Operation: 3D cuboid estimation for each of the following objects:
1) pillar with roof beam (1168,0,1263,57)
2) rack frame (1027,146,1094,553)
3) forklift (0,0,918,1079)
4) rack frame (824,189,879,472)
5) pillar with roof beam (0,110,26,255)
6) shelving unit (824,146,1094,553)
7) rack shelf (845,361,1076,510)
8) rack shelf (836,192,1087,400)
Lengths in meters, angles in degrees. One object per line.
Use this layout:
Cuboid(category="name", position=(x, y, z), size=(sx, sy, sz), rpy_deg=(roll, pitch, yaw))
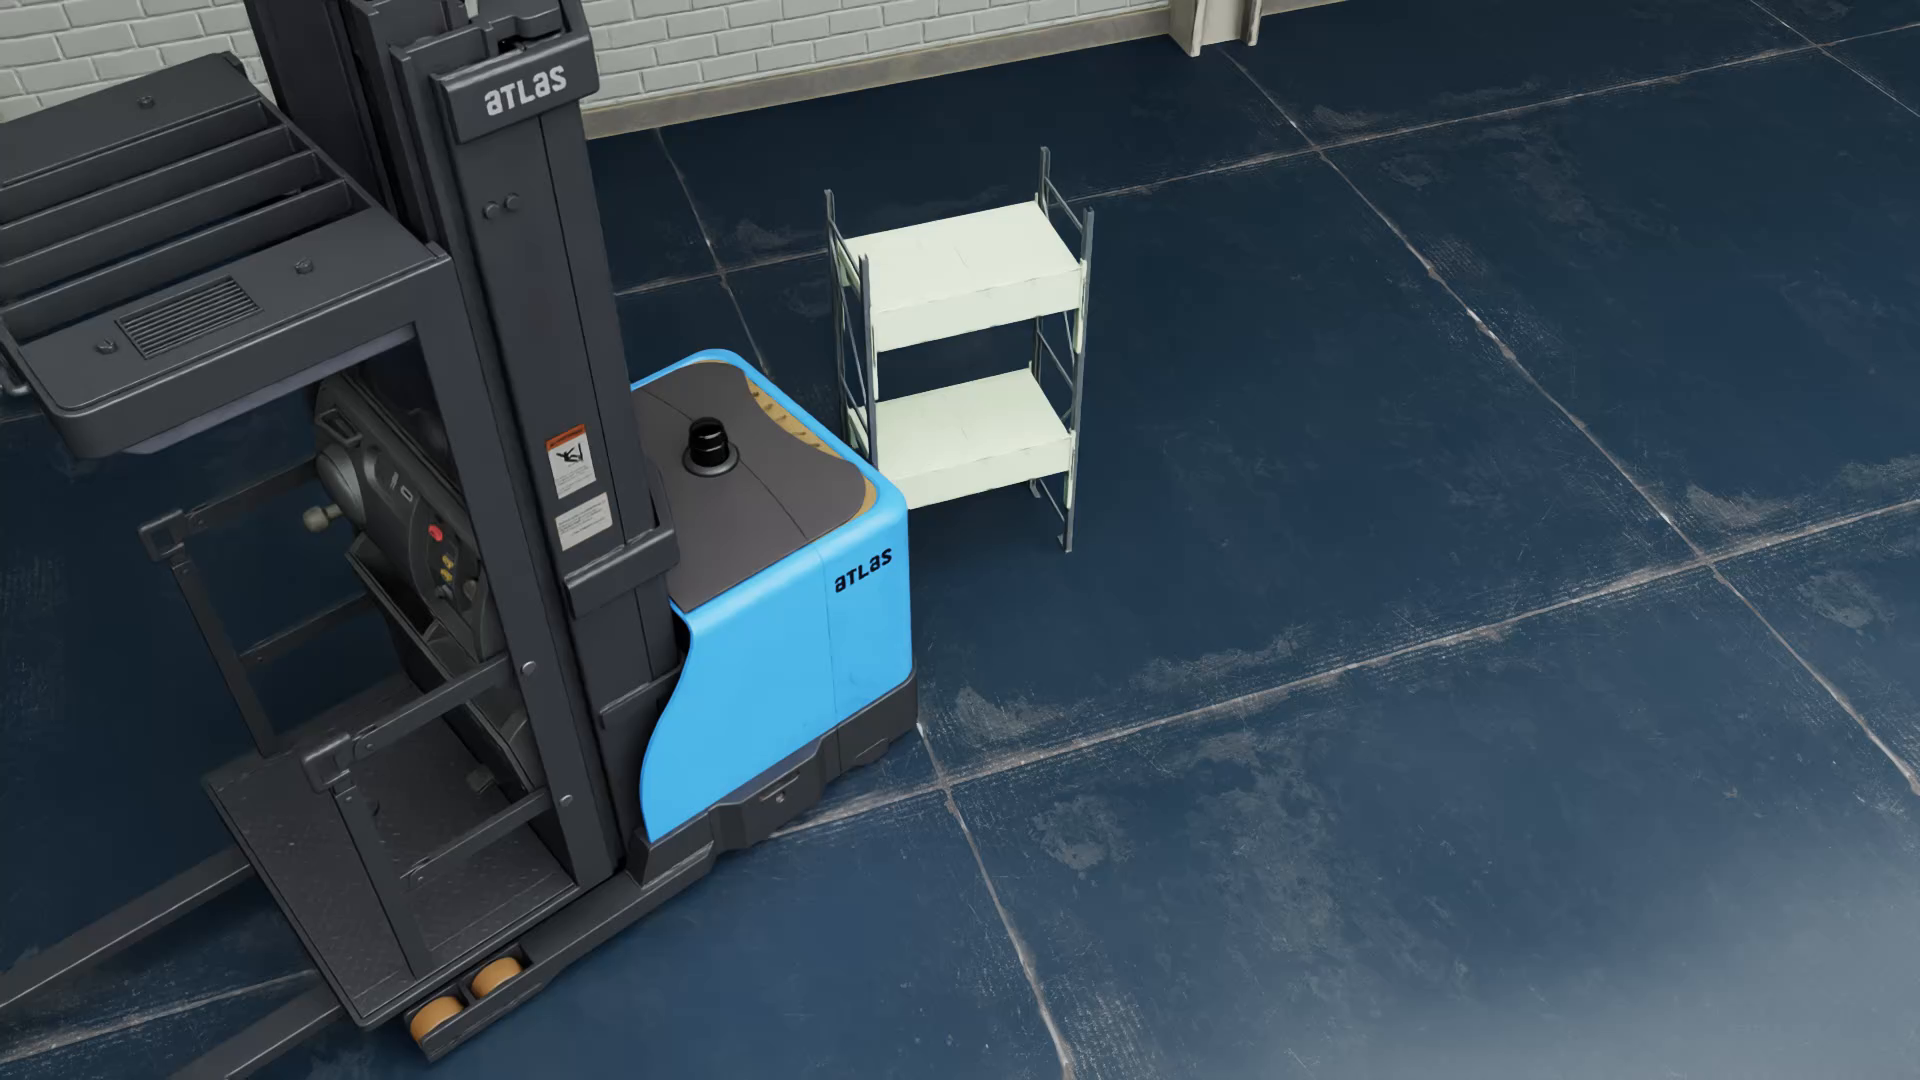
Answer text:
Cuboid(category="pillar with roof beam", position=(2.814, -3.014, 2.900), size=(0.400, 9.000, 9.100), rpy_deg=(-14, 47, -14))
Cuboid(category="rack frame", position=(0.338, -0.616, 5.805), size=(0.023, 1.500, 0.400), rpy_deg=(-14, 47, -14))
Cuboid(category="forklift", position=(-1.591, 0.014, 4.167), size=(3.031, 2.935, 1.130), rpy_deg=(-31, 53, -27))
Cuboid(category="rack frame", position=(-0.351, -0.440, 5.629), size=(0.023, 1.500, 0.400), rpy_deg=(-14, 47, -14))
Cuboid(category="pillar with roof beam", position=(-2.829, -1.571, 1.462), size=(0.400, 9.000, 9.100), rpy_deg=(-14, 47, -14))
Cuboid(category="shelving unit", position=(-0.006, -0.528, 5.717), size=(0.755, 1.500, 0.431), rpy_deg=(-14, 47, -14))
Cuboid(category="rack shelf", position=(-0.006, -0.298, 5.948), size=(0.720, 0.370, 0.431), rpy_deg=(-14, 47, -14))
Cuboid(category="rack shelf", position=(-0.006, -0.803, 5.441), size=(0.720, 0.370, 0.431), rpy_deg=(-14, 47, -14))
